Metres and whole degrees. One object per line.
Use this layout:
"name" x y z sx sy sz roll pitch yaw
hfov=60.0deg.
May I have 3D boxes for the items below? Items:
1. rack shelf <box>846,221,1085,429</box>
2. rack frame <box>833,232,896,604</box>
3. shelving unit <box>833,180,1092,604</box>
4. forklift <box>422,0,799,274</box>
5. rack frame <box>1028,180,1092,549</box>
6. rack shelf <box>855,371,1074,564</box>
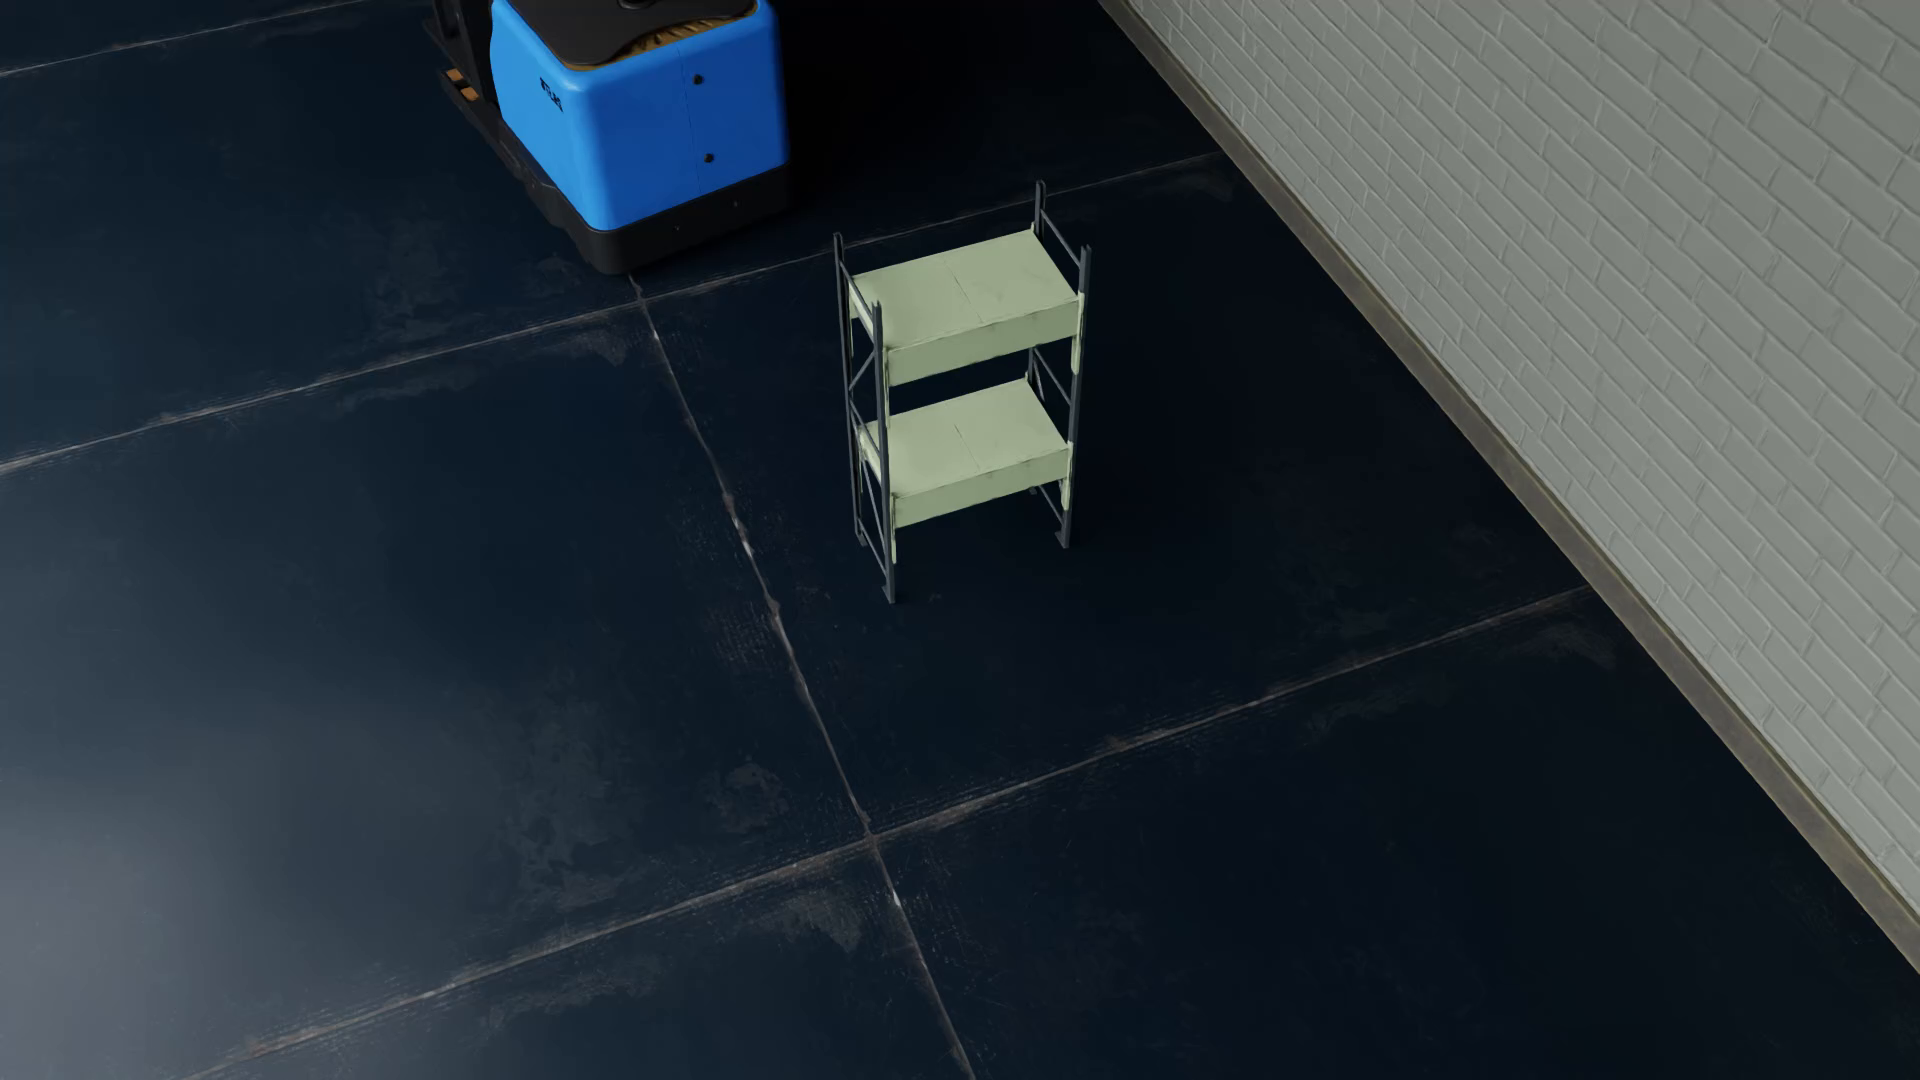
"rack shelf" 0.006 -0.745 5.727 0.720 0.370 0.431 -17 52 -14
"rack frame" -0.333 -0.386 5.933 0.023 1.500 0.400 -17 52 -14
"shelving unit" 0.006 -0.491 6.023 0.755 1.500 0.431 -17 52 -14
"forklift" -1.995 -3.256 7.455 1.130 2.935 3.031 -27 54 -21
"rack frame" 0.345 -0.596 6.114 0.023 1.500 0.400 -17 52 -14
"rack shelf" 0.006 -0.278 6.271 0.720 0.370 0.431 -17 52 -14
